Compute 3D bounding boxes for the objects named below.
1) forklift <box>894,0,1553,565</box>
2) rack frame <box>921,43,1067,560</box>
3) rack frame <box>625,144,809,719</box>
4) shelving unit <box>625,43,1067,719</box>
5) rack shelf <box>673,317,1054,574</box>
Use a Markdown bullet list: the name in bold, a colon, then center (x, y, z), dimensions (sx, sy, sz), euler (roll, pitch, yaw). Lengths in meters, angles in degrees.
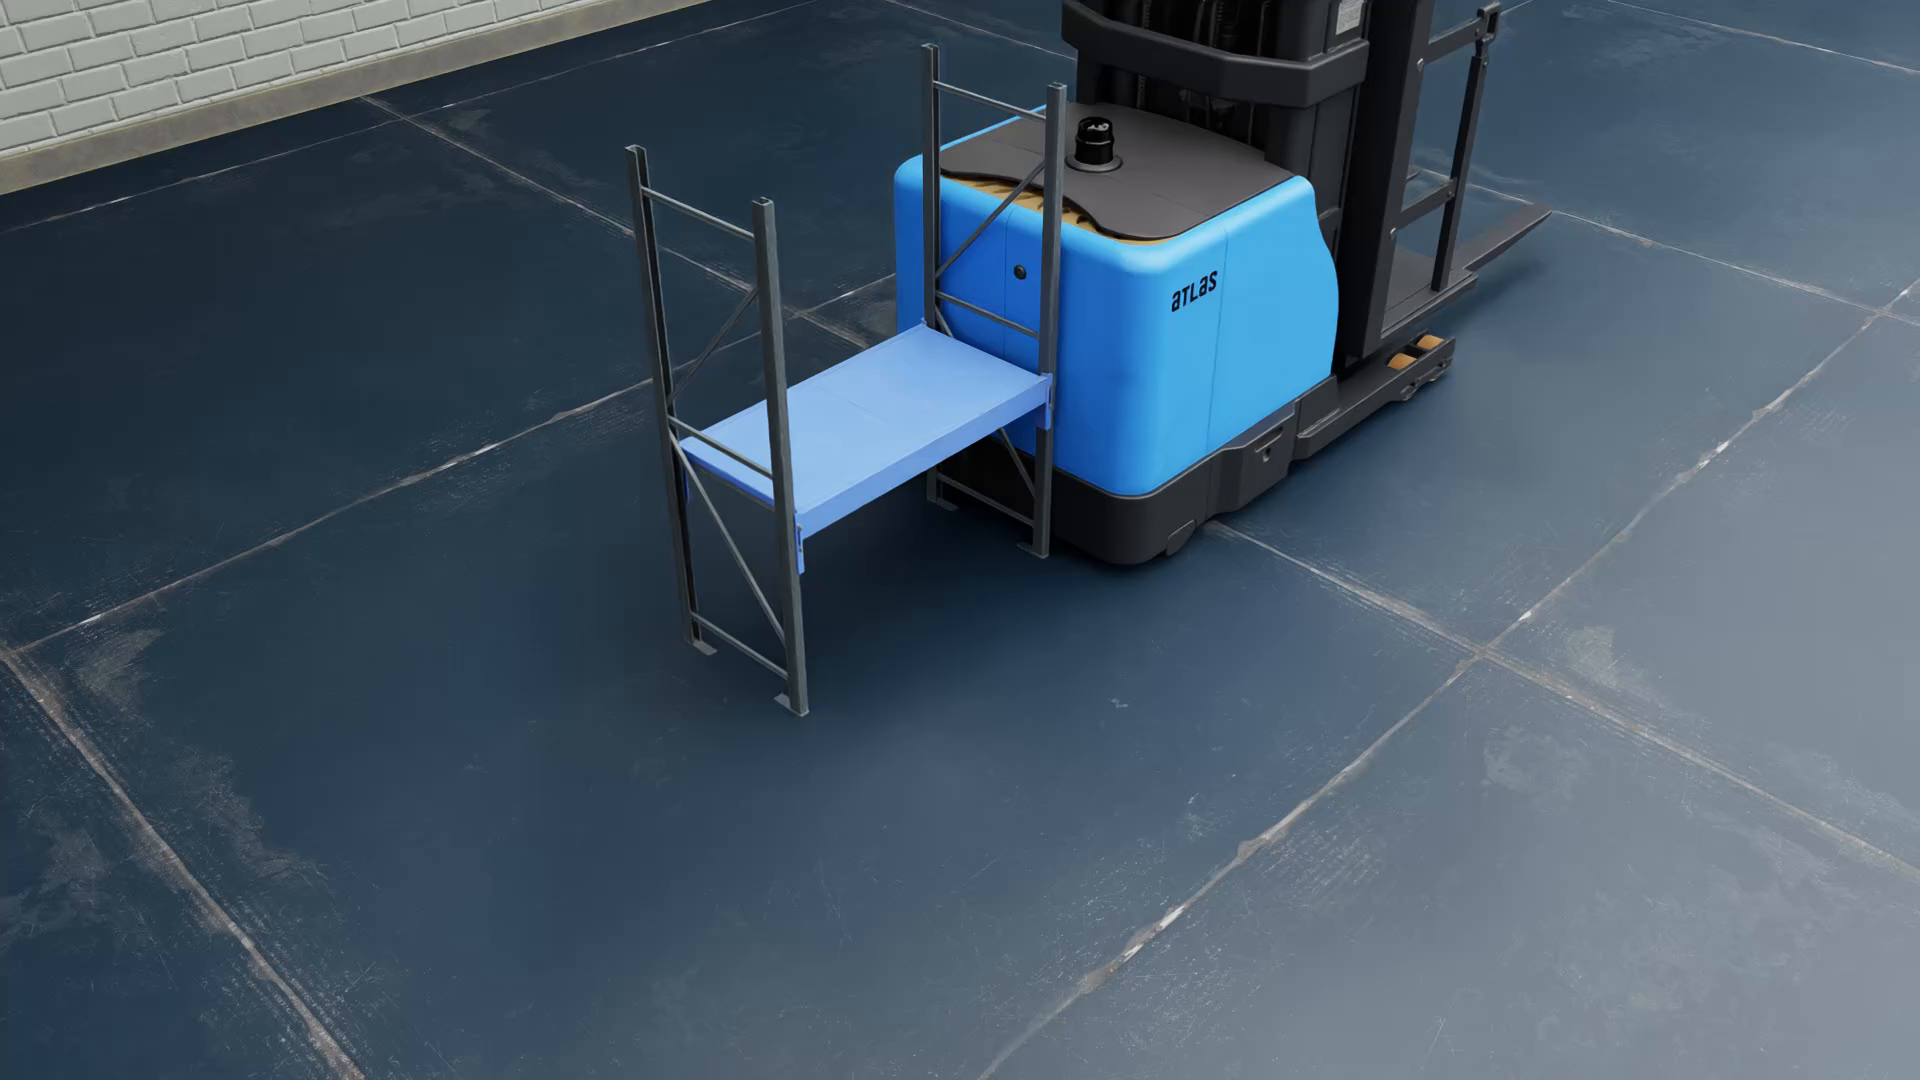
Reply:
- **forklift**: center (1.156, -1.880, 5.384), dimensions (1.130, 2.935, 3.031), euler (28, 44, 34)
- **rack frame**: center (0.085, -0.656, 4.880), dimensions (0.500, 1.500, 0.032), euler (28, 44, 34)
- **rack frame**: center (-0.608, -0.230, 4.269), dimensions (0.500, 1.500, 0.032), euler (28, 44, 34)
- **shelving unit**: center (-0.262, -0.443, 4.574), dimensions (0.538, 1.500, 1.048), euler (28, 44, 34)
- **rack shelf**: center (-0.262, -0.296, 4.677), dimensions (0.538, 0.185, 1.000), euler (28, 44, 34)
